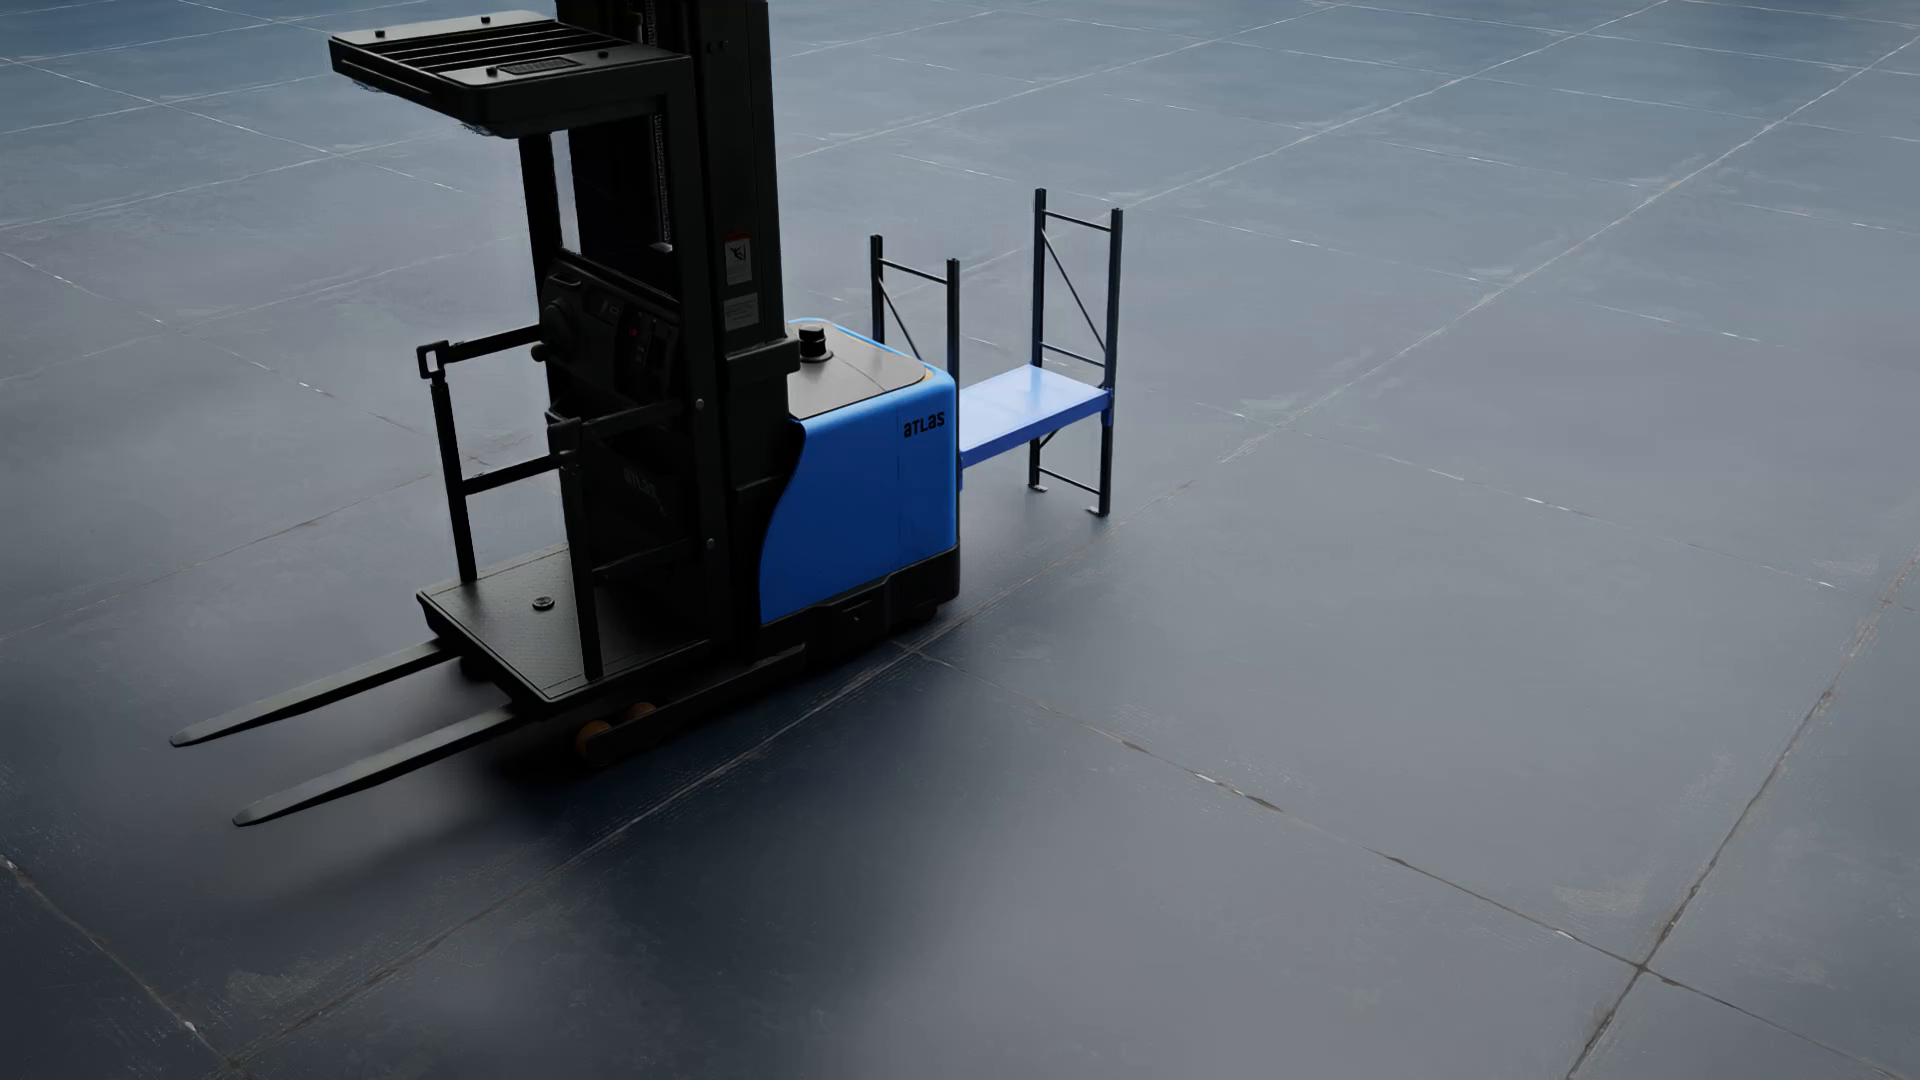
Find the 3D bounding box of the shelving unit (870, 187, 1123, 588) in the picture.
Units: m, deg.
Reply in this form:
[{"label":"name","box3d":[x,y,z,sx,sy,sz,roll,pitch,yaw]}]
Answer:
[{"label":"shelving unit","box3d":[0.171,-0.697,7.465,0.538,1.500,1.048,25,36,39]}]

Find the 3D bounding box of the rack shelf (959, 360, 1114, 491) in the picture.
[{"label":"rack shelf","box3d":[0.171,-0.537,7.548,0.538,0.185,1.000,25,36,39]}]

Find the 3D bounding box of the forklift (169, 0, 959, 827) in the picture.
[{"label":"forklift","box3d":[-1.446,-0.737,5.985,3.031,2.935,1.130,-22,34,-36]}]

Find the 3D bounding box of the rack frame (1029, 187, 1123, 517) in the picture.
[{"label":"rack frame","box3d":[0.530,-0.862,7.785,0.500,1.500,0.032,25,36,39]}]

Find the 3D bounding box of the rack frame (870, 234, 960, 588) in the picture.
[{"label":"rack frame","box3d":[-0.188,-0.532,7.145,0.500,1.500,0.032,25,36,39]}]
